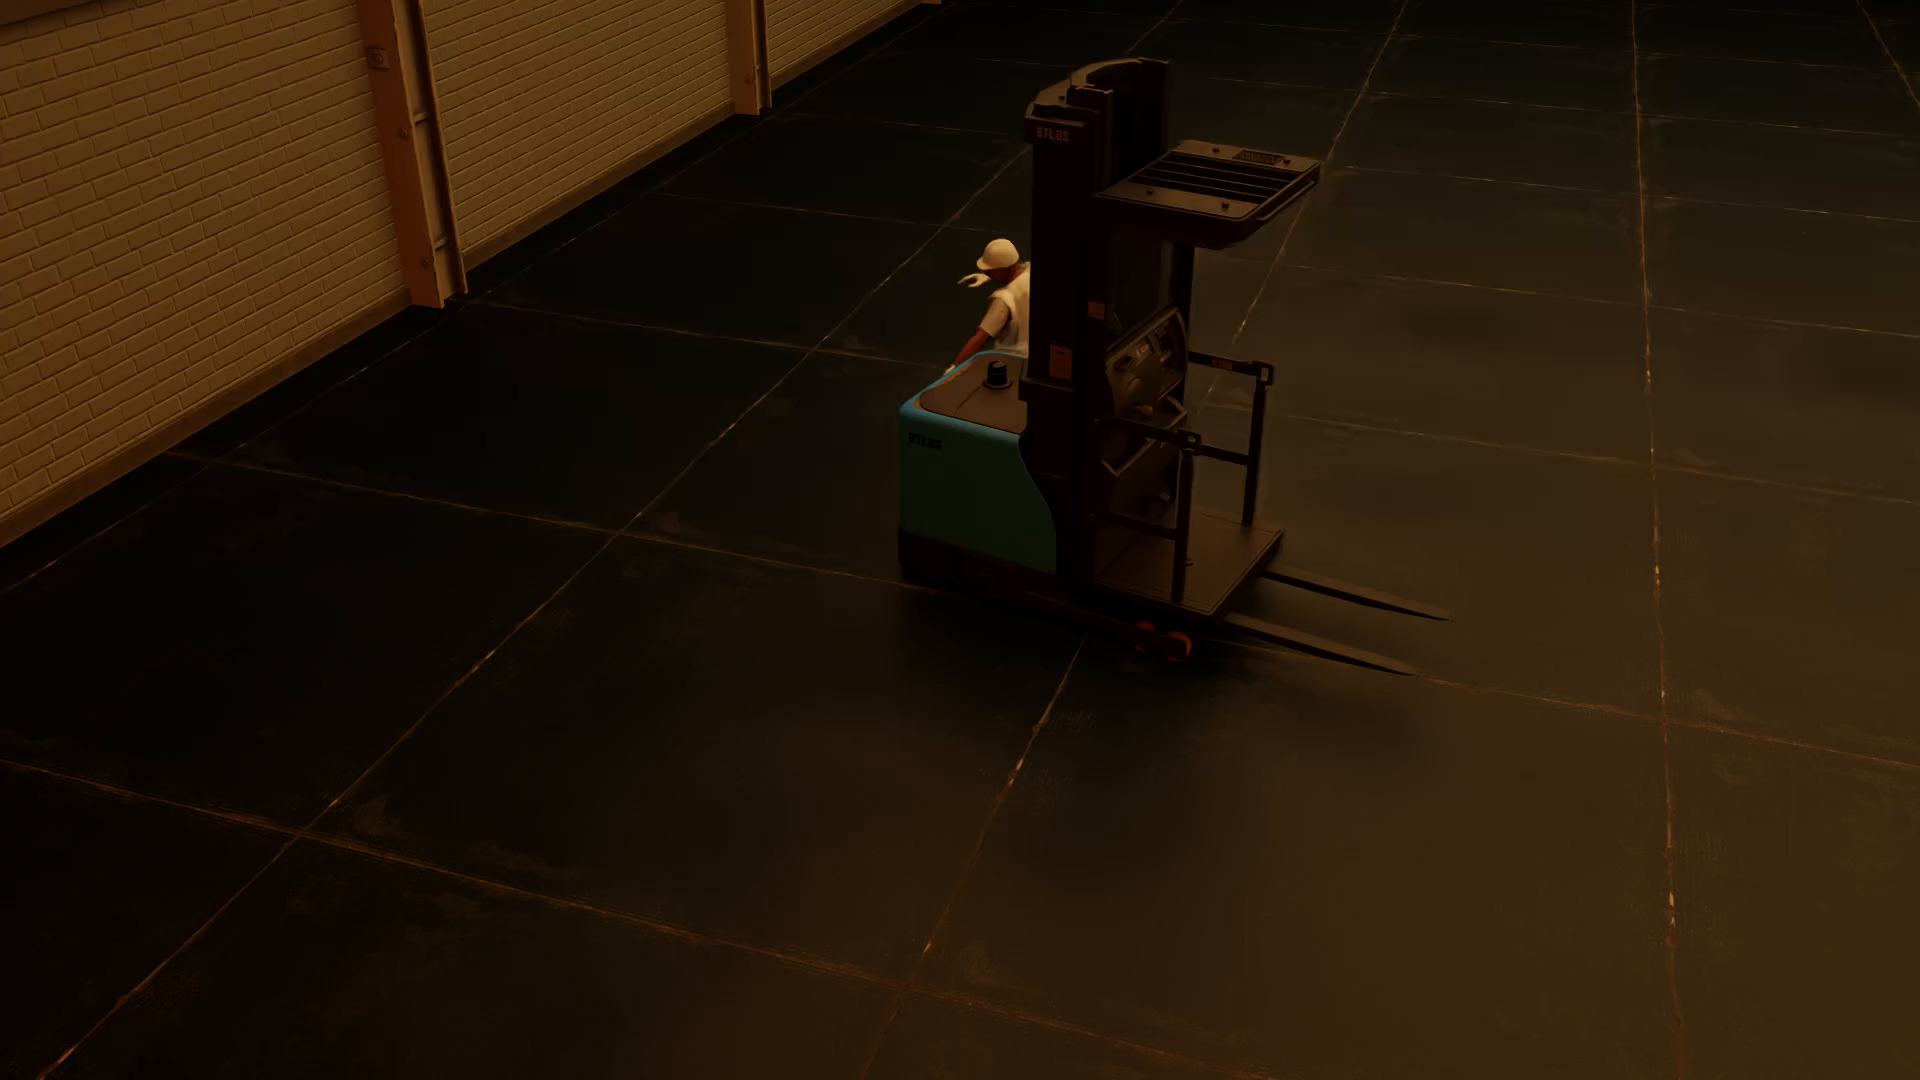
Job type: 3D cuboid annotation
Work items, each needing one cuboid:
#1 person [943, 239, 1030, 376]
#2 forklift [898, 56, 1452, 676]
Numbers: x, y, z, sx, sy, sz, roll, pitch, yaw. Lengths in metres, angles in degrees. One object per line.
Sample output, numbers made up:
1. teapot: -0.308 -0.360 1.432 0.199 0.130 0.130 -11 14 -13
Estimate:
1. person: 0.257 -1.215 10.760 0.761 1.544 0.961 1 30 1
2. forklift: 1.172 -0.917 8.745 3.031 2.935 1.130 16 33 26
